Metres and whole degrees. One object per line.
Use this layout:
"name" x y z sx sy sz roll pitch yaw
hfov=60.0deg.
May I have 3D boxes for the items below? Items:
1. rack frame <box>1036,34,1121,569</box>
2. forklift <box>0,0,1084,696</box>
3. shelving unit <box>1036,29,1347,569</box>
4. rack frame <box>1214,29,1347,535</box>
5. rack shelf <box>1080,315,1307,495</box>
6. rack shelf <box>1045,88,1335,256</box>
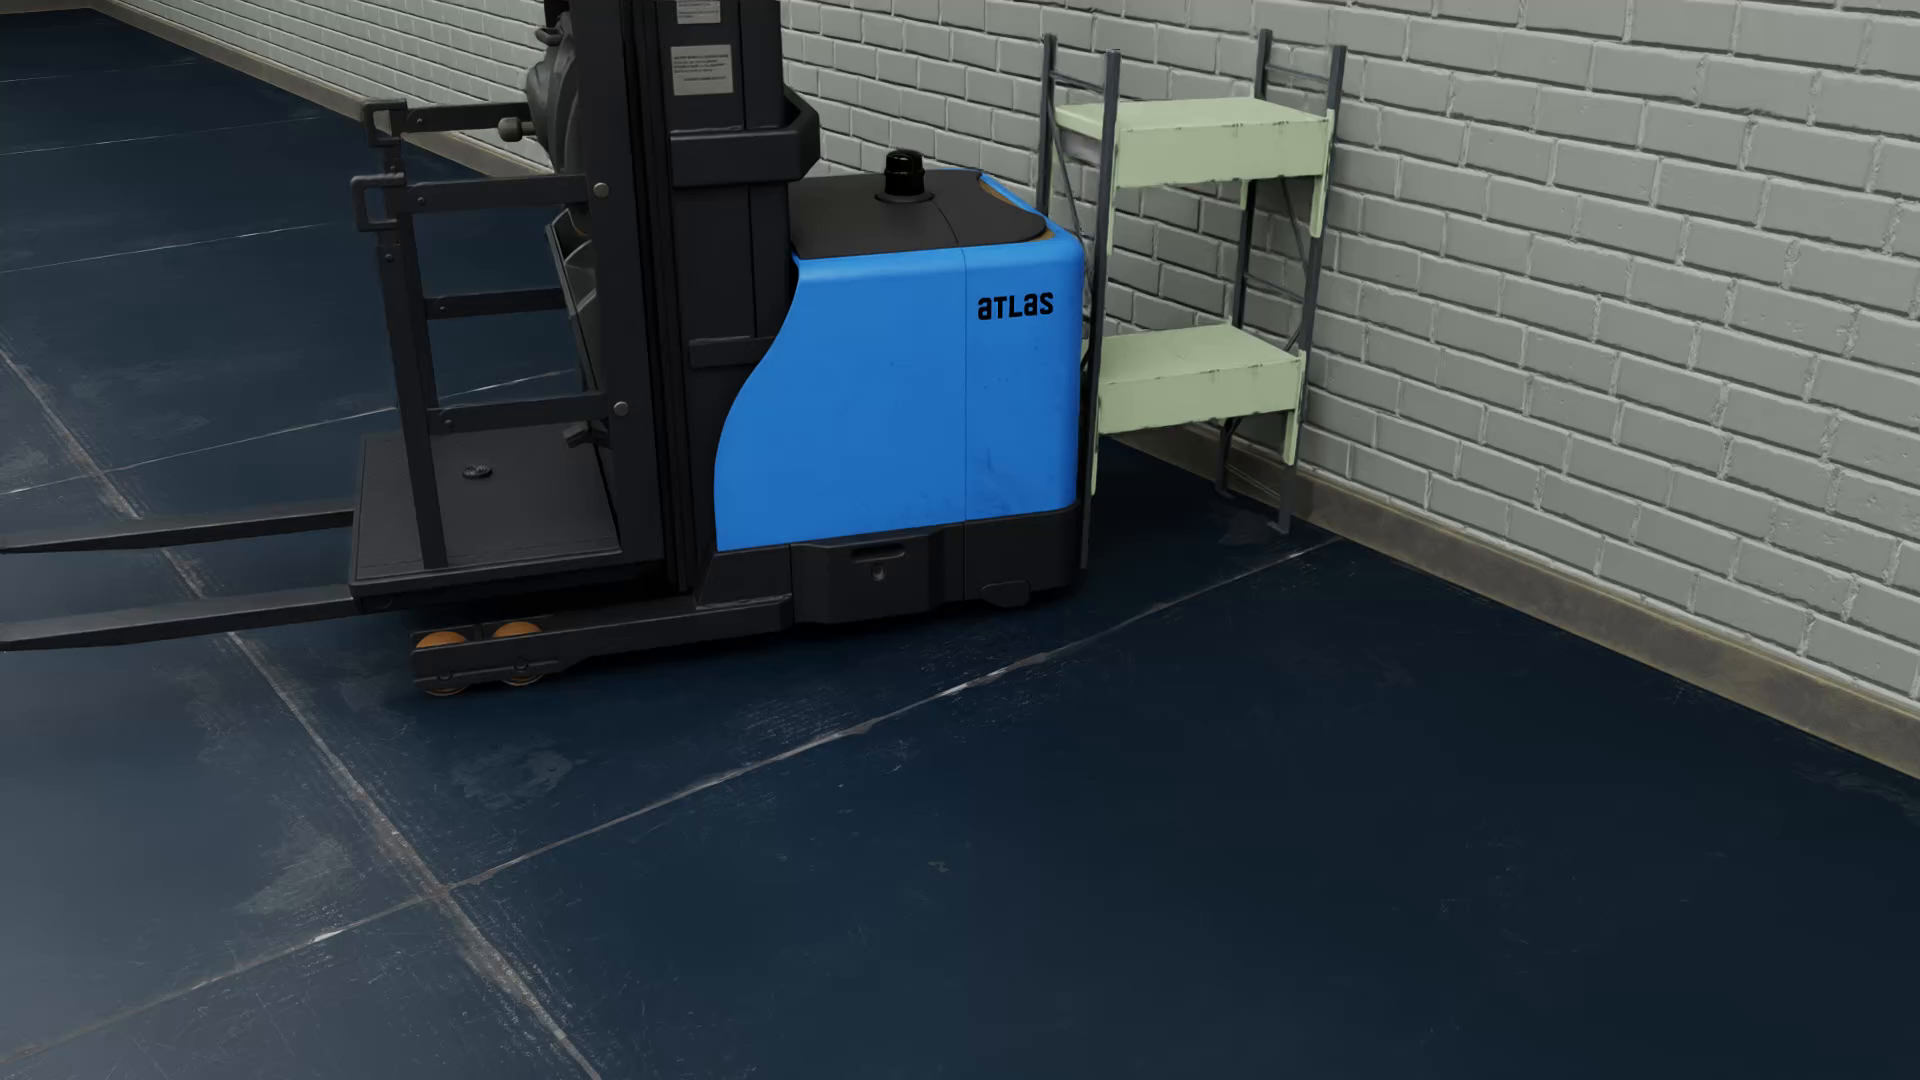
"rack frame" 0.310 -0.675 4.860 0.023 1.500 0.400 -9 26 -23
"forklift" -1.227 -1.168 4.284 3.031 2.935 1.130 -7 26 -15
"shelving unit" 0.643 -0.727 5.005 0.755 1.500 0.431 -9 26 -23
"rack frame" 0.975 -0.779 5.149 0.023 1.500 0.400 -9 26 -23
"rack shelf" 0.633 -0.429 5.135 0.720 0.370 0.431 -9 26 -23
"rack shelf" 0.654 -1.085 4.848 0.720 0.370 0.431 -9 26 -23
